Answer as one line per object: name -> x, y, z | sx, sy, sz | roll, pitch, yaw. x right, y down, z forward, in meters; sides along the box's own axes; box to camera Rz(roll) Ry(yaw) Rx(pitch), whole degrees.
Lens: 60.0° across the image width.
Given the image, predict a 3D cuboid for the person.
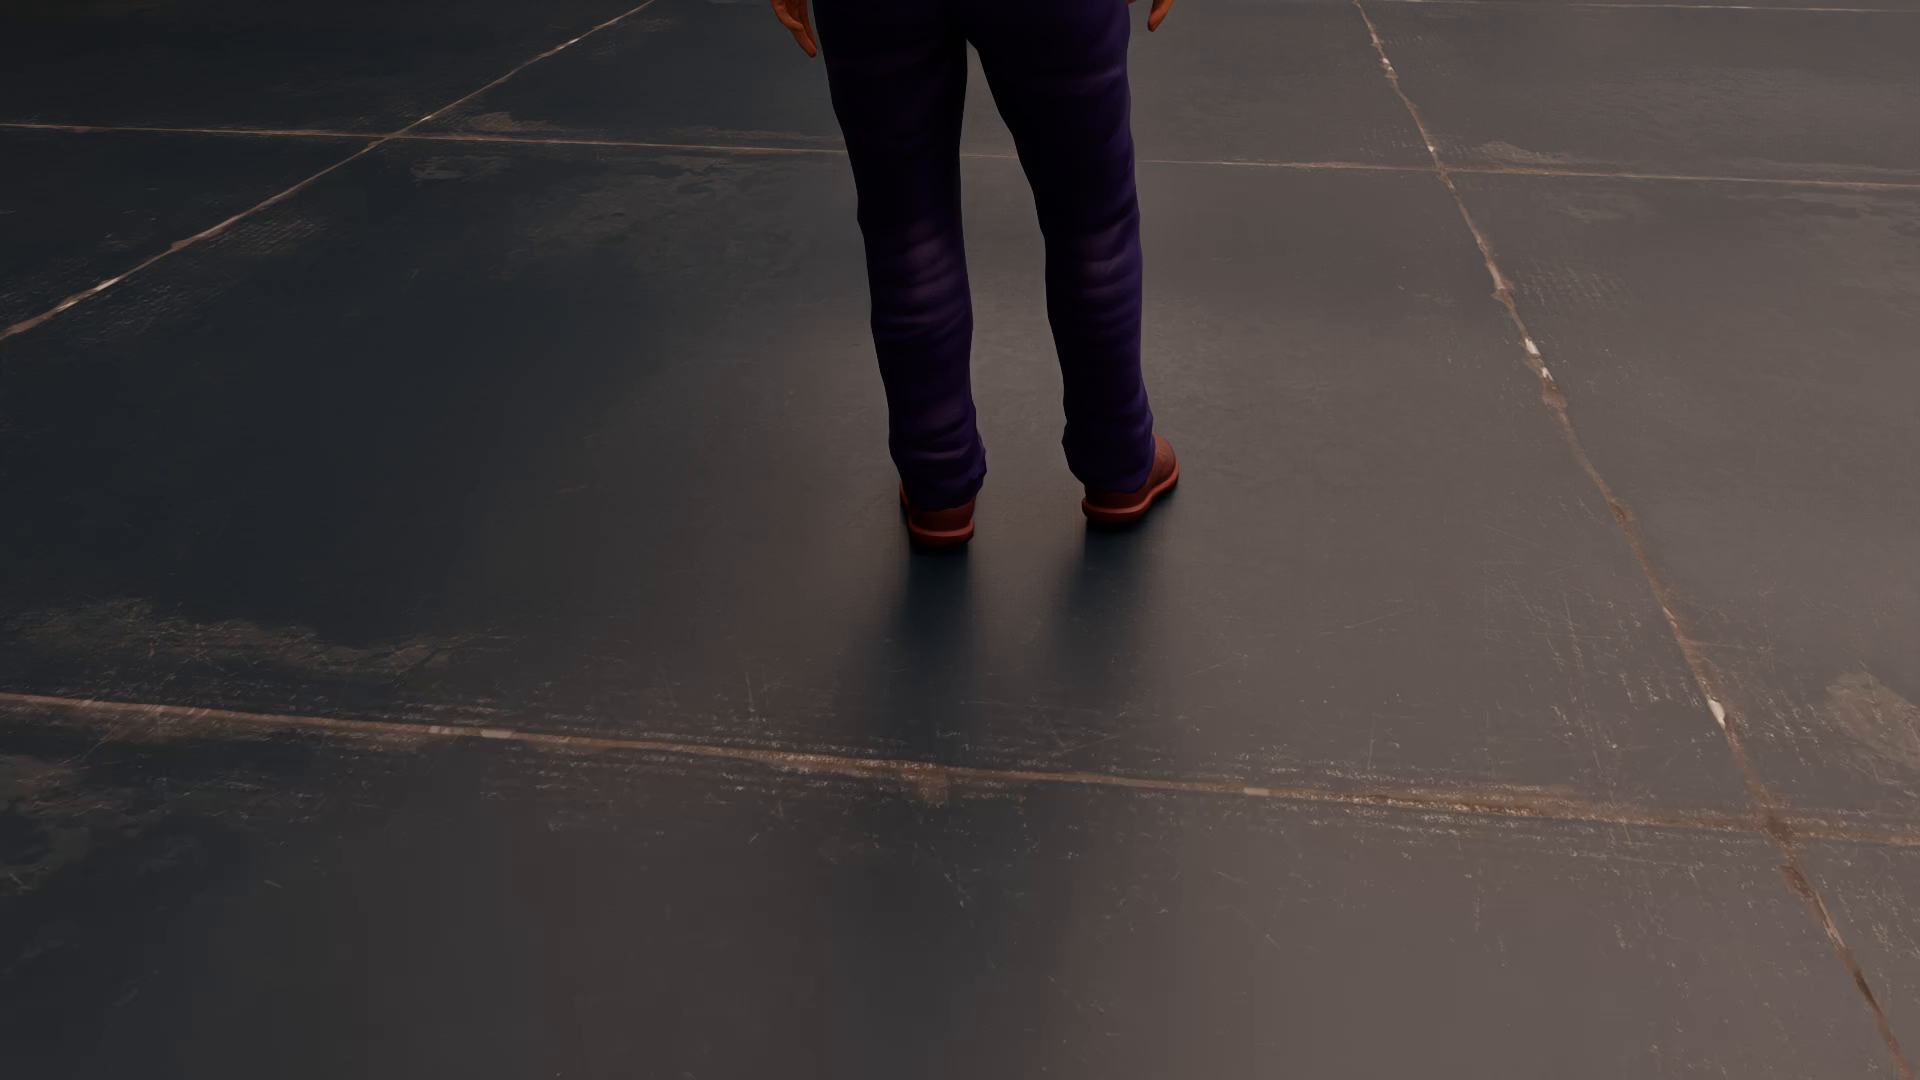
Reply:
person -> 0.035, -0.782, 2.206 | 0.598, 1.651, 0.502 | 3, 27, 7
